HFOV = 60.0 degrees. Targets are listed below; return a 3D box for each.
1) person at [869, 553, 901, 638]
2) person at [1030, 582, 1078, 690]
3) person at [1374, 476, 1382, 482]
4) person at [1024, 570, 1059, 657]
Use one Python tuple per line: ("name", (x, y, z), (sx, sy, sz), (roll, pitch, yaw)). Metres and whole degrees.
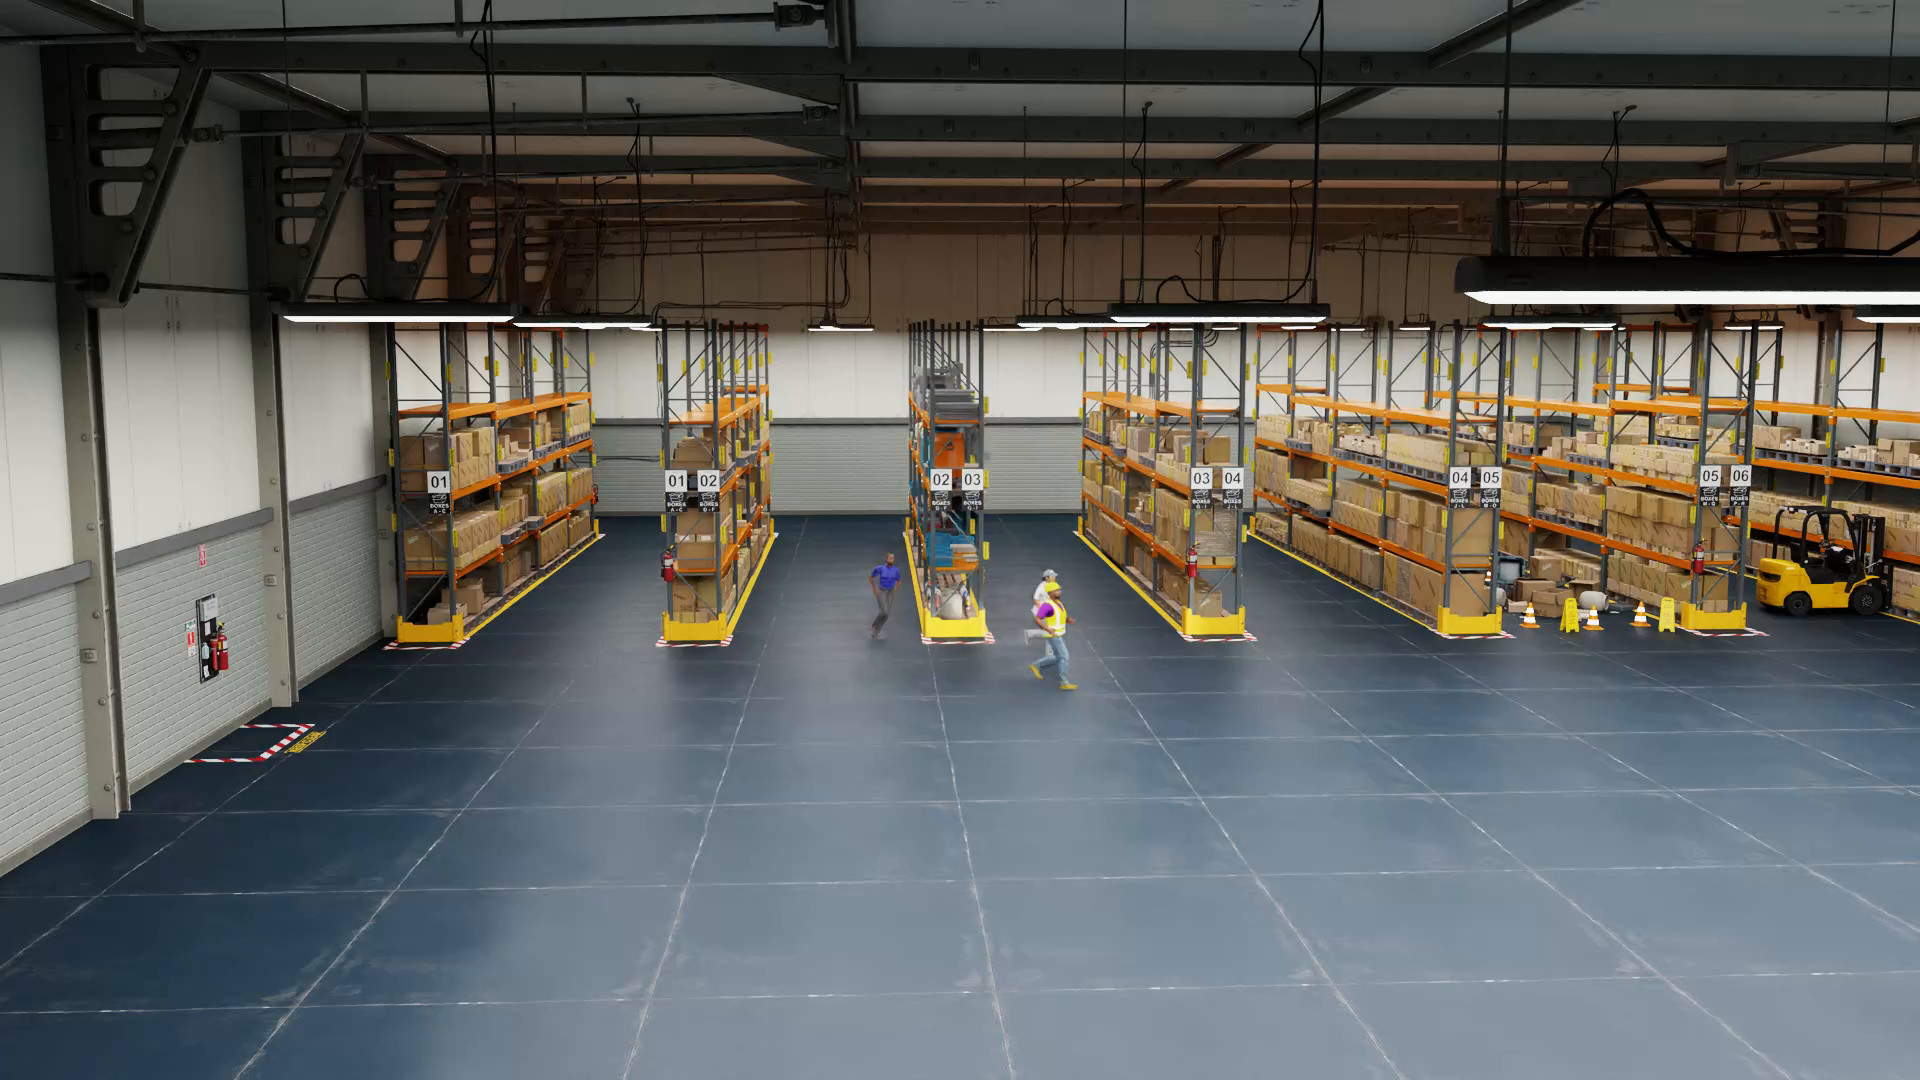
("person", (-1.389, 1.049, 31.426), (0.608, 1.616, 0.551), (-4, 8, -29))
("person", (1.506, 1.544, 26.926), (0.856, 1.738, 0.714), (3, 8, 22))
("person", (12.385, -1.180, 49.527), (0.547, 1.604, 0.612), (0, 7, 1))
("person", (1.462, 1.324, 29.406), (0.645, 1.641, 0.629), (3, 8, 26))
